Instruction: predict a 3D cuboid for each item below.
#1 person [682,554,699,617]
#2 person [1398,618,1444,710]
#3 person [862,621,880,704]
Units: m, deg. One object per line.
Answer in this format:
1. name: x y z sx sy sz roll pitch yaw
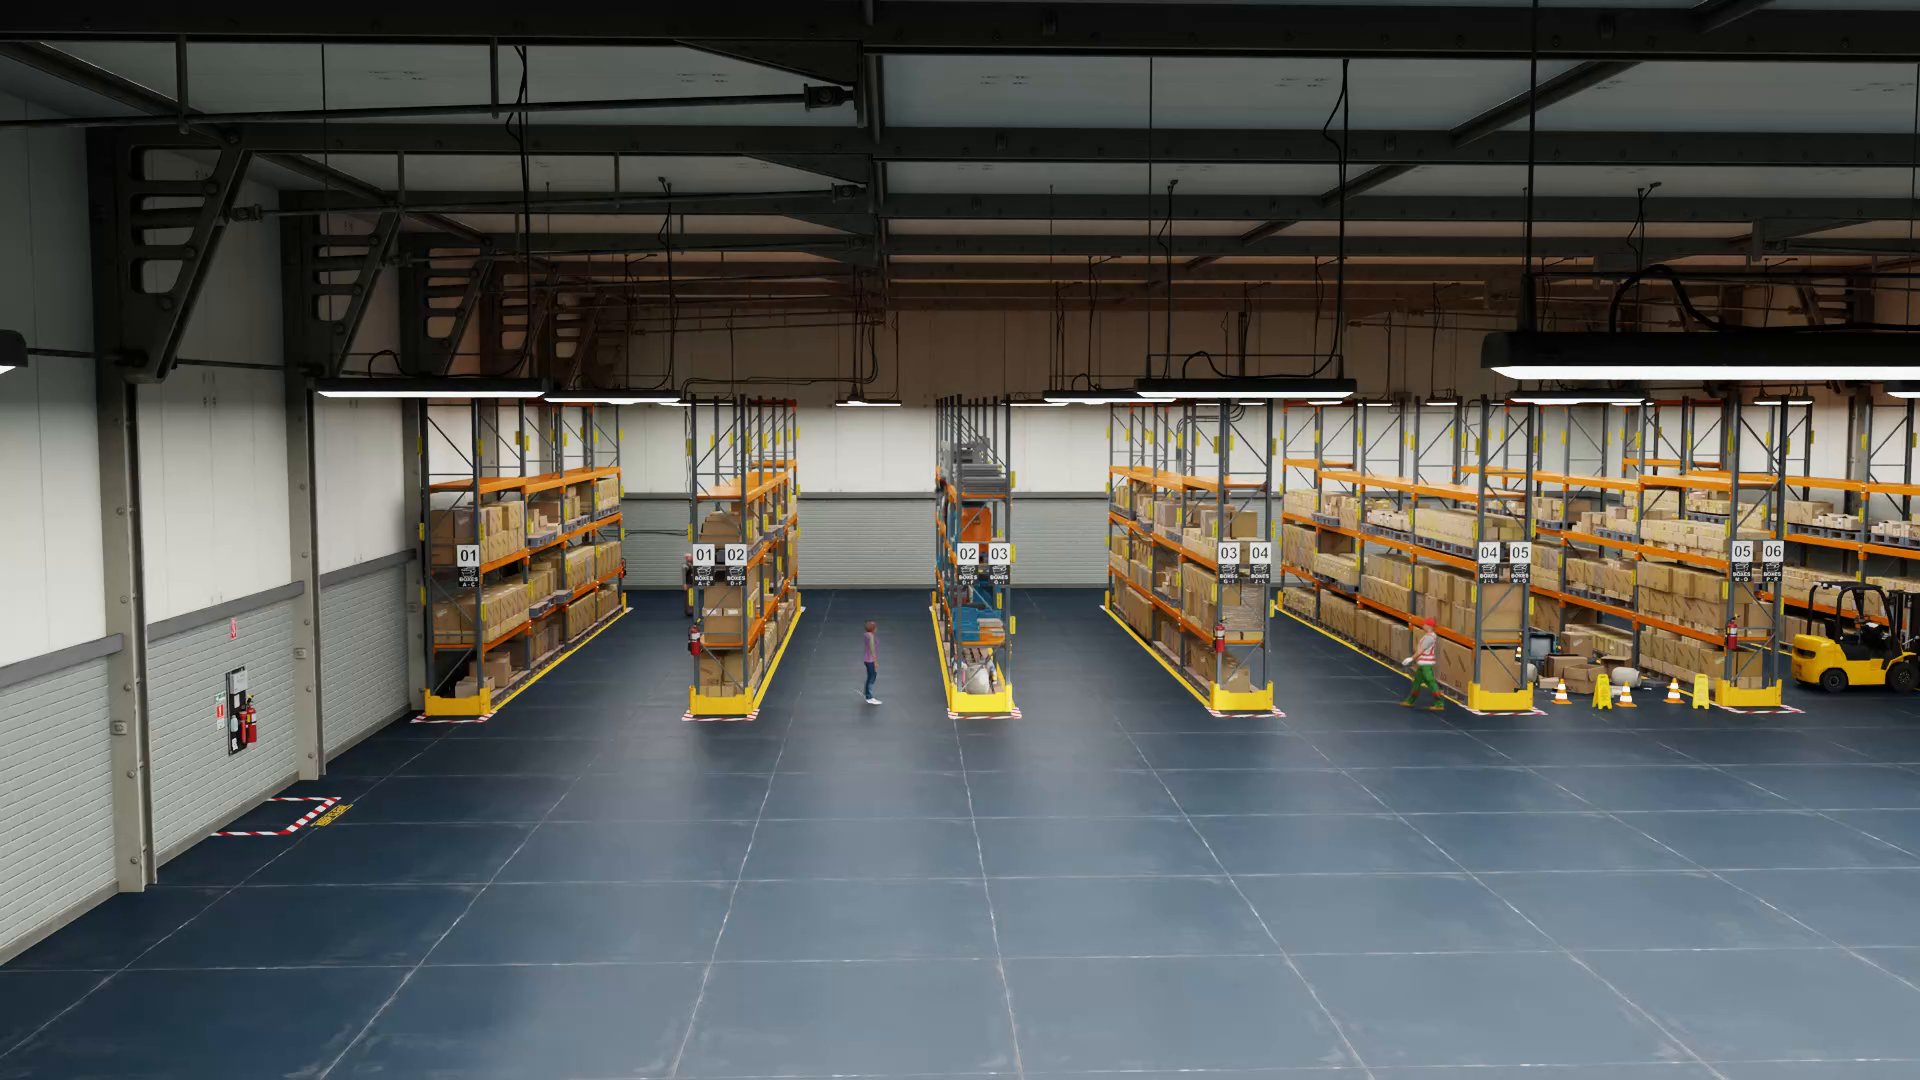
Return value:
1. person: -7.461 1.239 46.137 0.448 1.731 0.553 1 5 16
2. person: 8.756 2.346 31.617 0.944 1.743 0.650 3 5 30
3. person: -1.740 2.408 32.412 0.323 1.665 0.468 -1 5 -11
